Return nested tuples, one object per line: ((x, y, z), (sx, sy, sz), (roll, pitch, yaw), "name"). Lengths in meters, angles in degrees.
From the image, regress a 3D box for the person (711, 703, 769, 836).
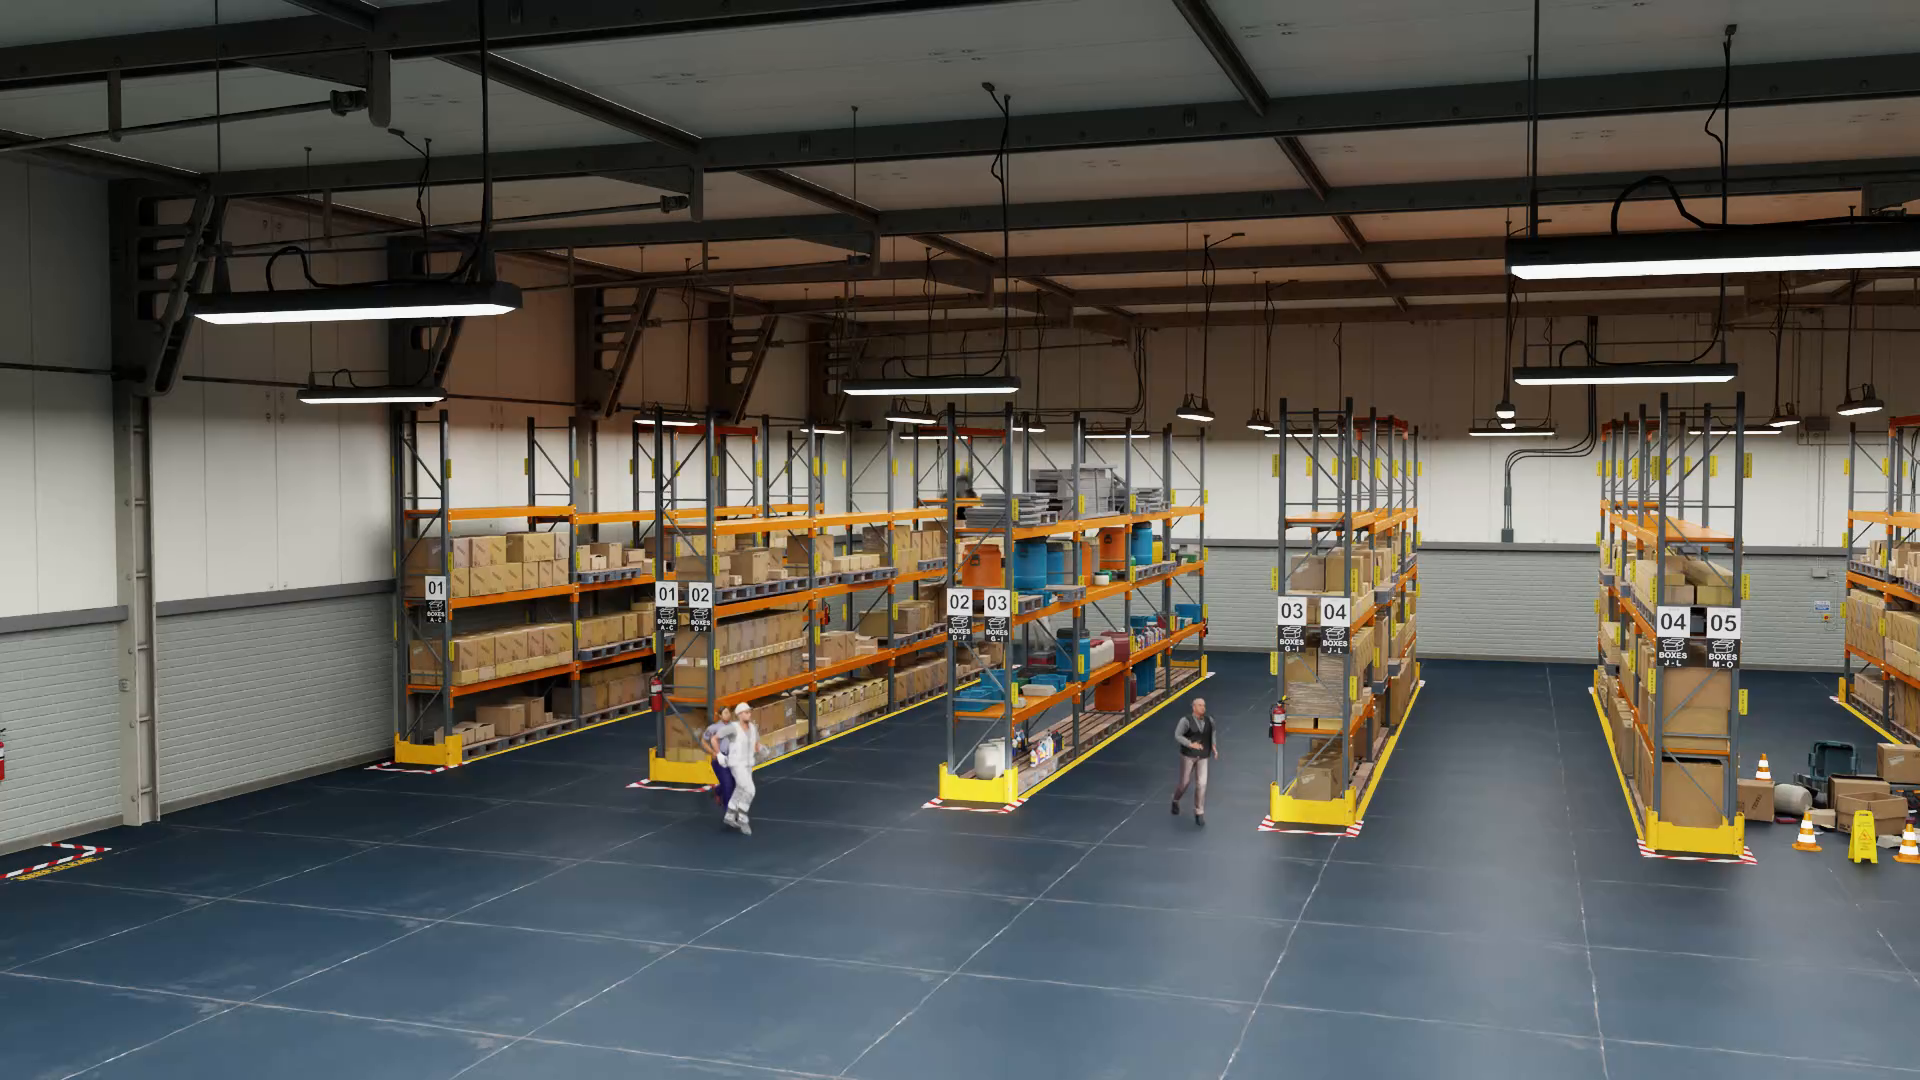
((-3.005, 3.129, 22.790), (0.819, 1.800, 0.690), (2, 3, 37), "person")

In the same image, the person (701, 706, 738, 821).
((-3.382, 3.192, 23.808), (0.607, 1.623, 0.745), (-2, 3, -40), "person")

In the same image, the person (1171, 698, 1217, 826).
((3.375, 3.127, 23.696), (0.690, 1.757, 0.861), (0, 2, -11), "person")

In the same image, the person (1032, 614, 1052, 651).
((1.994, 2.117, 41.956), (0.703, 1.777, 0.666), (-1, 3, -24), "person")
